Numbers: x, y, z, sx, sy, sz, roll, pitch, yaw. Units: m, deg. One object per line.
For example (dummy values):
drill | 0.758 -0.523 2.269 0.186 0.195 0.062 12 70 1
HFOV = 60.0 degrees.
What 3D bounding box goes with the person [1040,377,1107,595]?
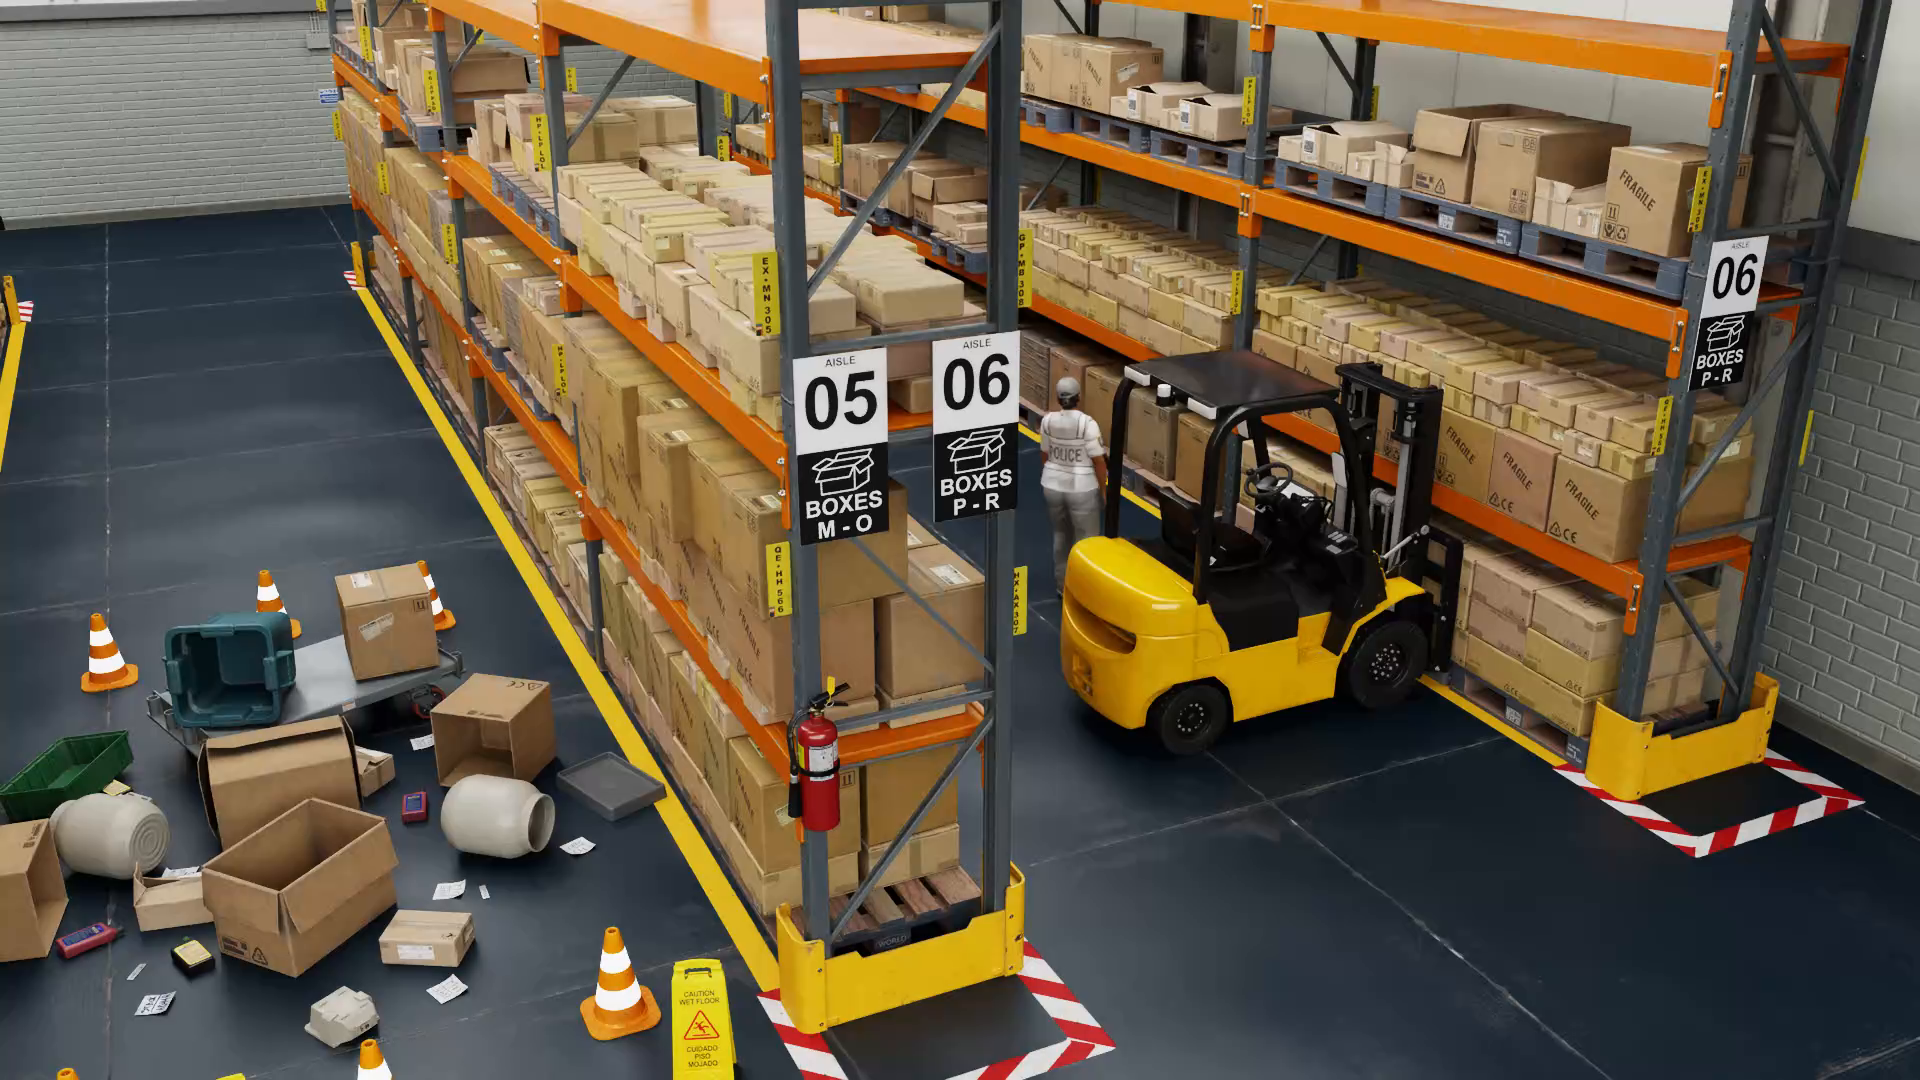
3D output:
person | 0.841 -0.319 11.800 0.656 1.643 0.534 14 26 31
